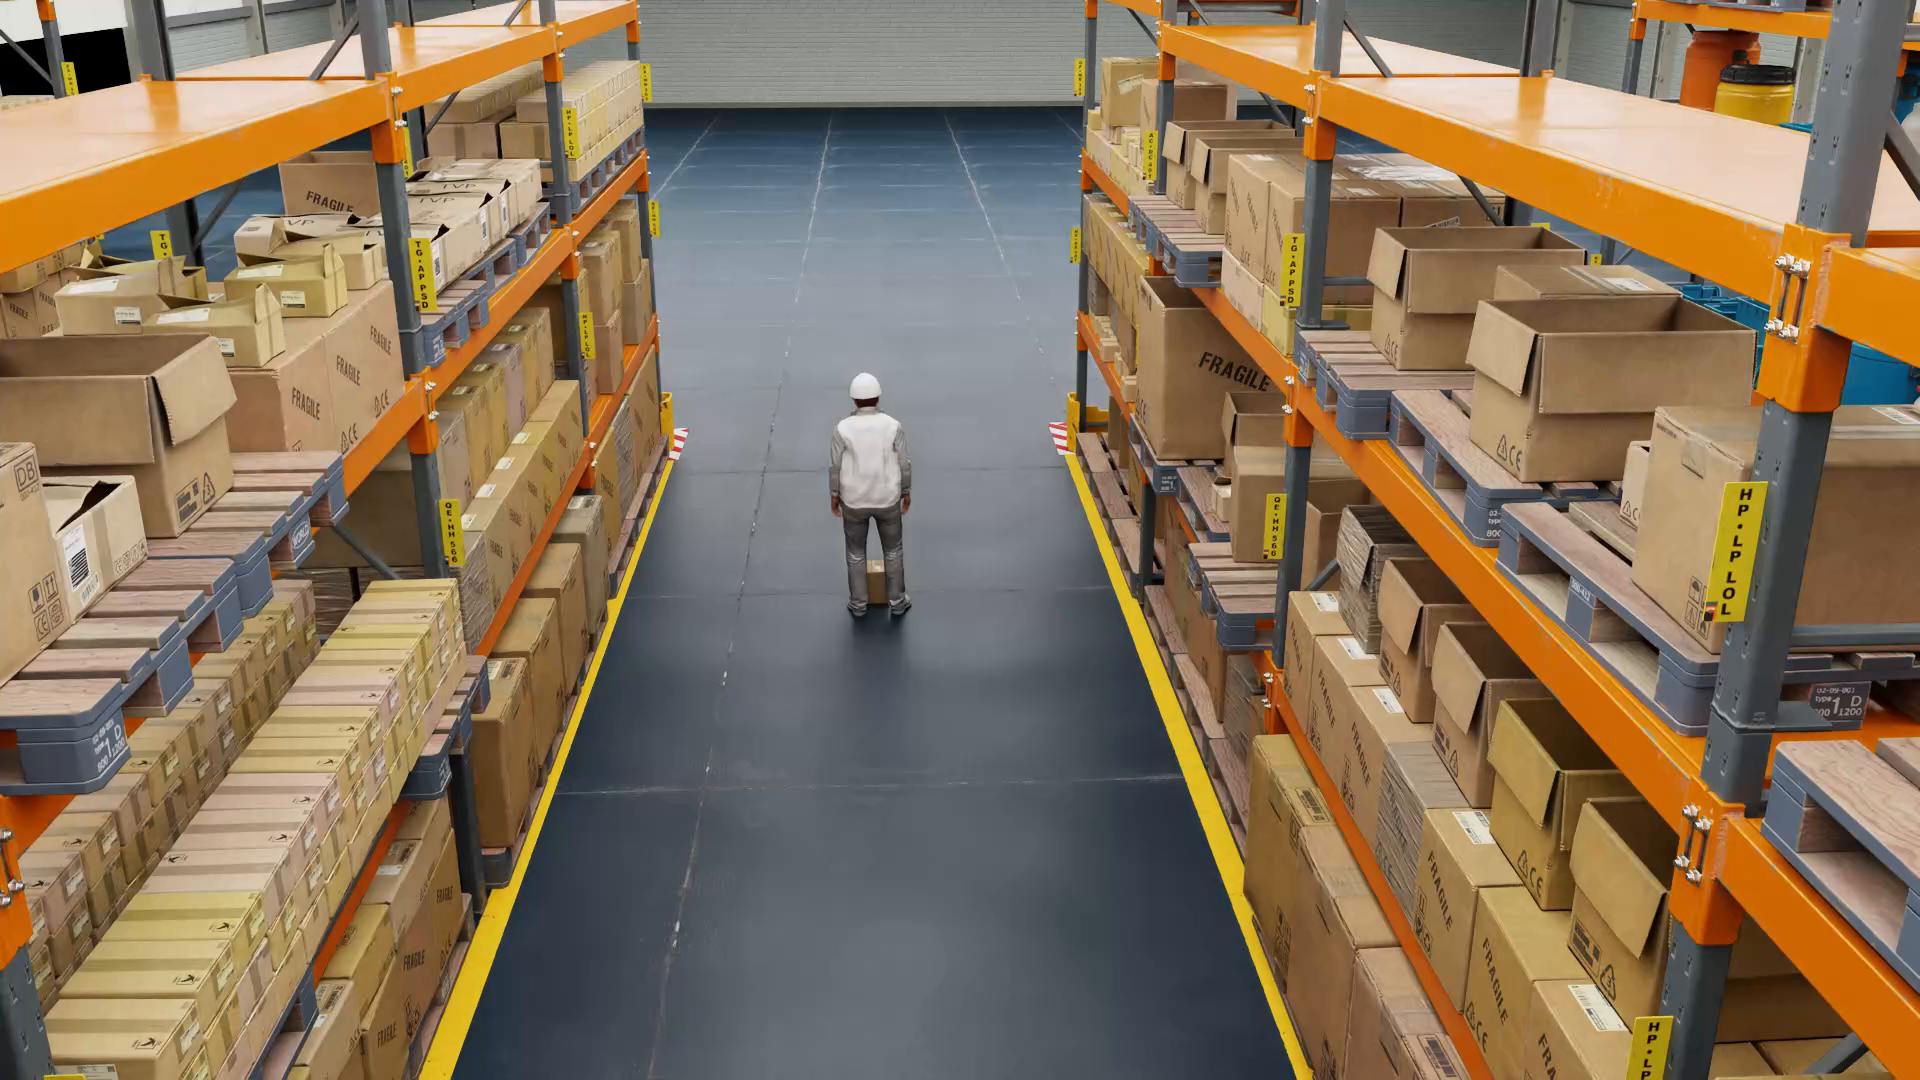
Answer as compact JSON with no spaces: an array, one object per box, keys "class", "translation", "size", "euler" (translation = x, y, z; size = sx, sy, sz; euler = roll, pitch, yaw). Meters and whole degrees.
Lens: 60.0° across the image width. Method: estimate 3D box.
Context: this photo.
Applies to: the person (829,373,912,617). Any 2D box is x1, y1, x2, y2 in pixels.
[{"class":"person","translation":[-0.638,-0.312,11.888],"size":[0.588,1.769,0.464],"euler":[-2,20,-4]}]
